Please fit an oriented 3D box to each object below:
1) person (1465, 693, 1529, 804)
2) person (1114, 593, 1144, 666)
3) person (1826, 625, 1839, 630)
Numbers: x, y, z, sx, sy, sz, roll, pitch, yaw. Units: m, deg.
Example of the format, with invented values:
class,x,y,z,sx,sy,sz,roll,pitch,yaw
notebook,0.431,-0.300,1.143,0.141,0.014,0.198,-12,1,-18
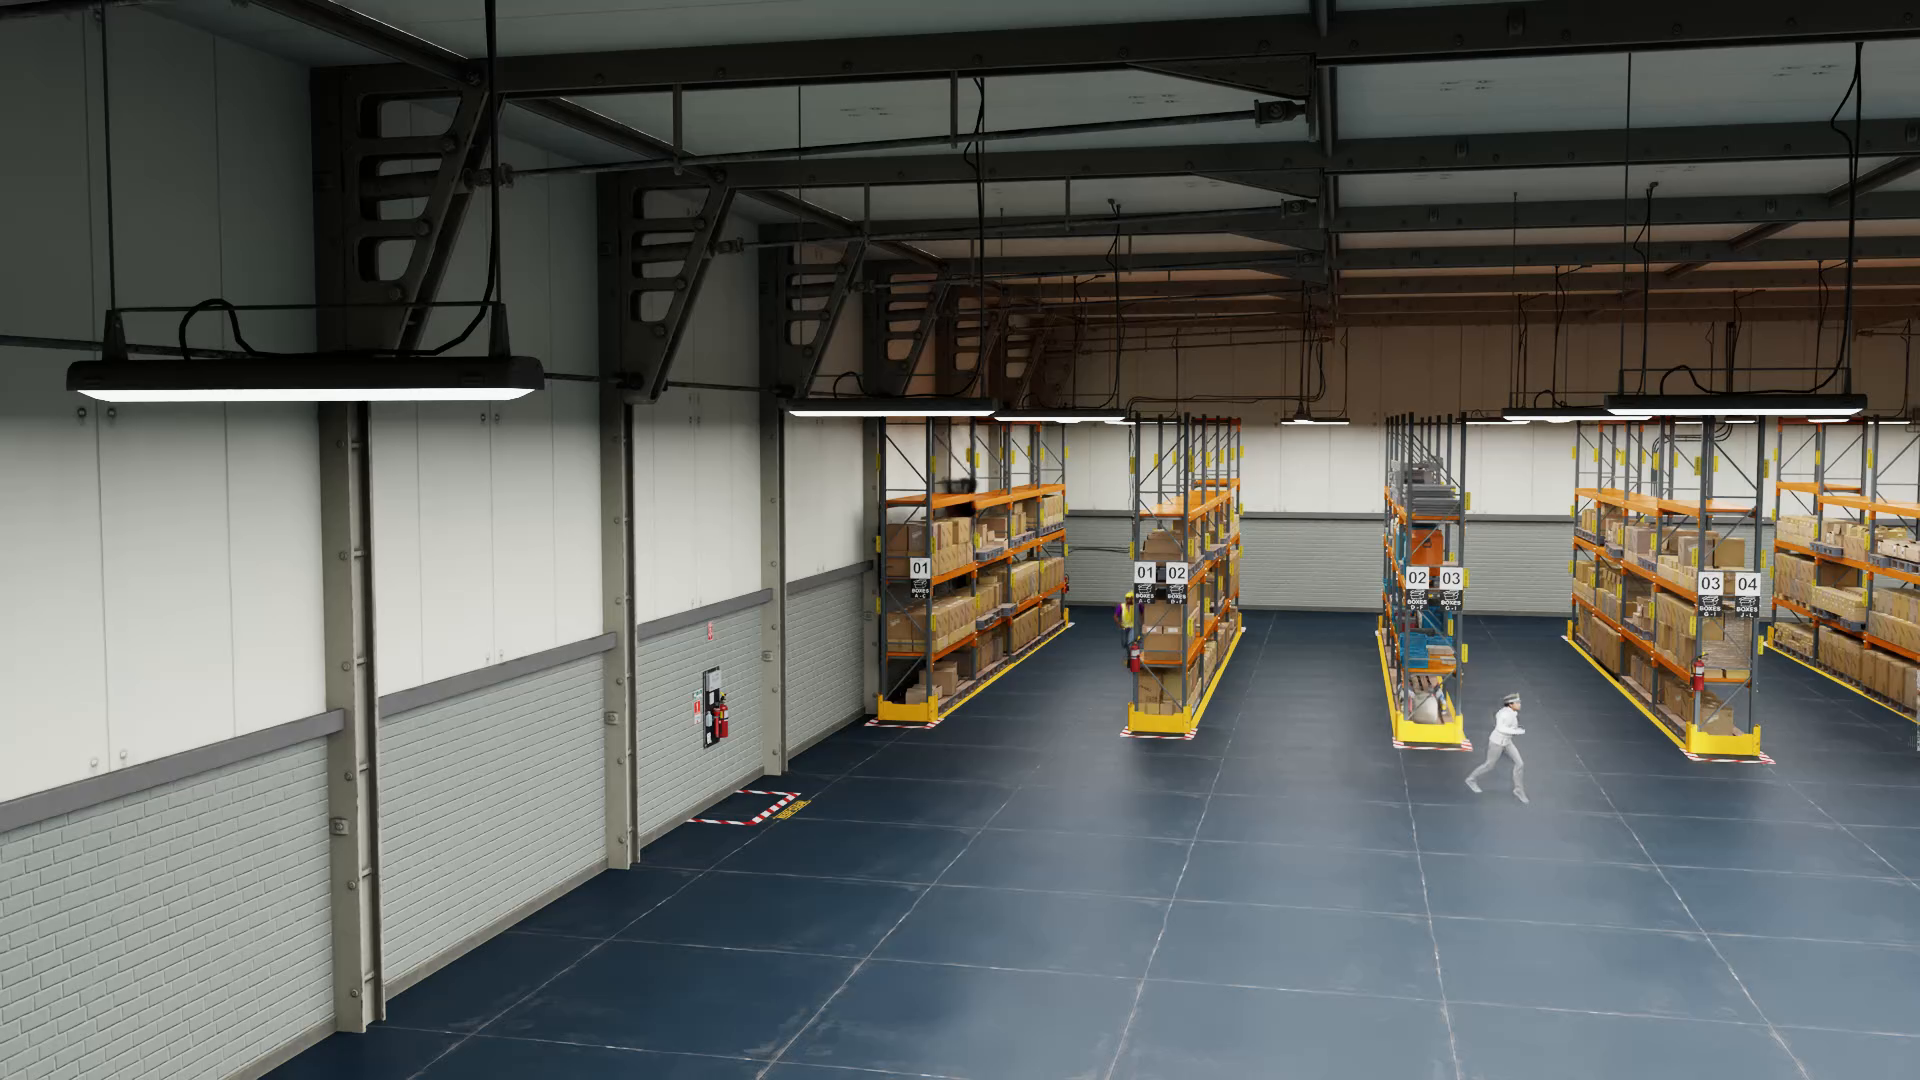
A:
class,x,y,z,sx,sy,sz,roll,pitch,yaw
person,8.261,3.170,25.567,0.992,1.695,0.580,3,5,41
person,4.096,2.137,40.313,0.727,1.750,0.877,1,4,8
person,23.310,1.968,44.185,0.598,1.554,0.522,0,4,5
